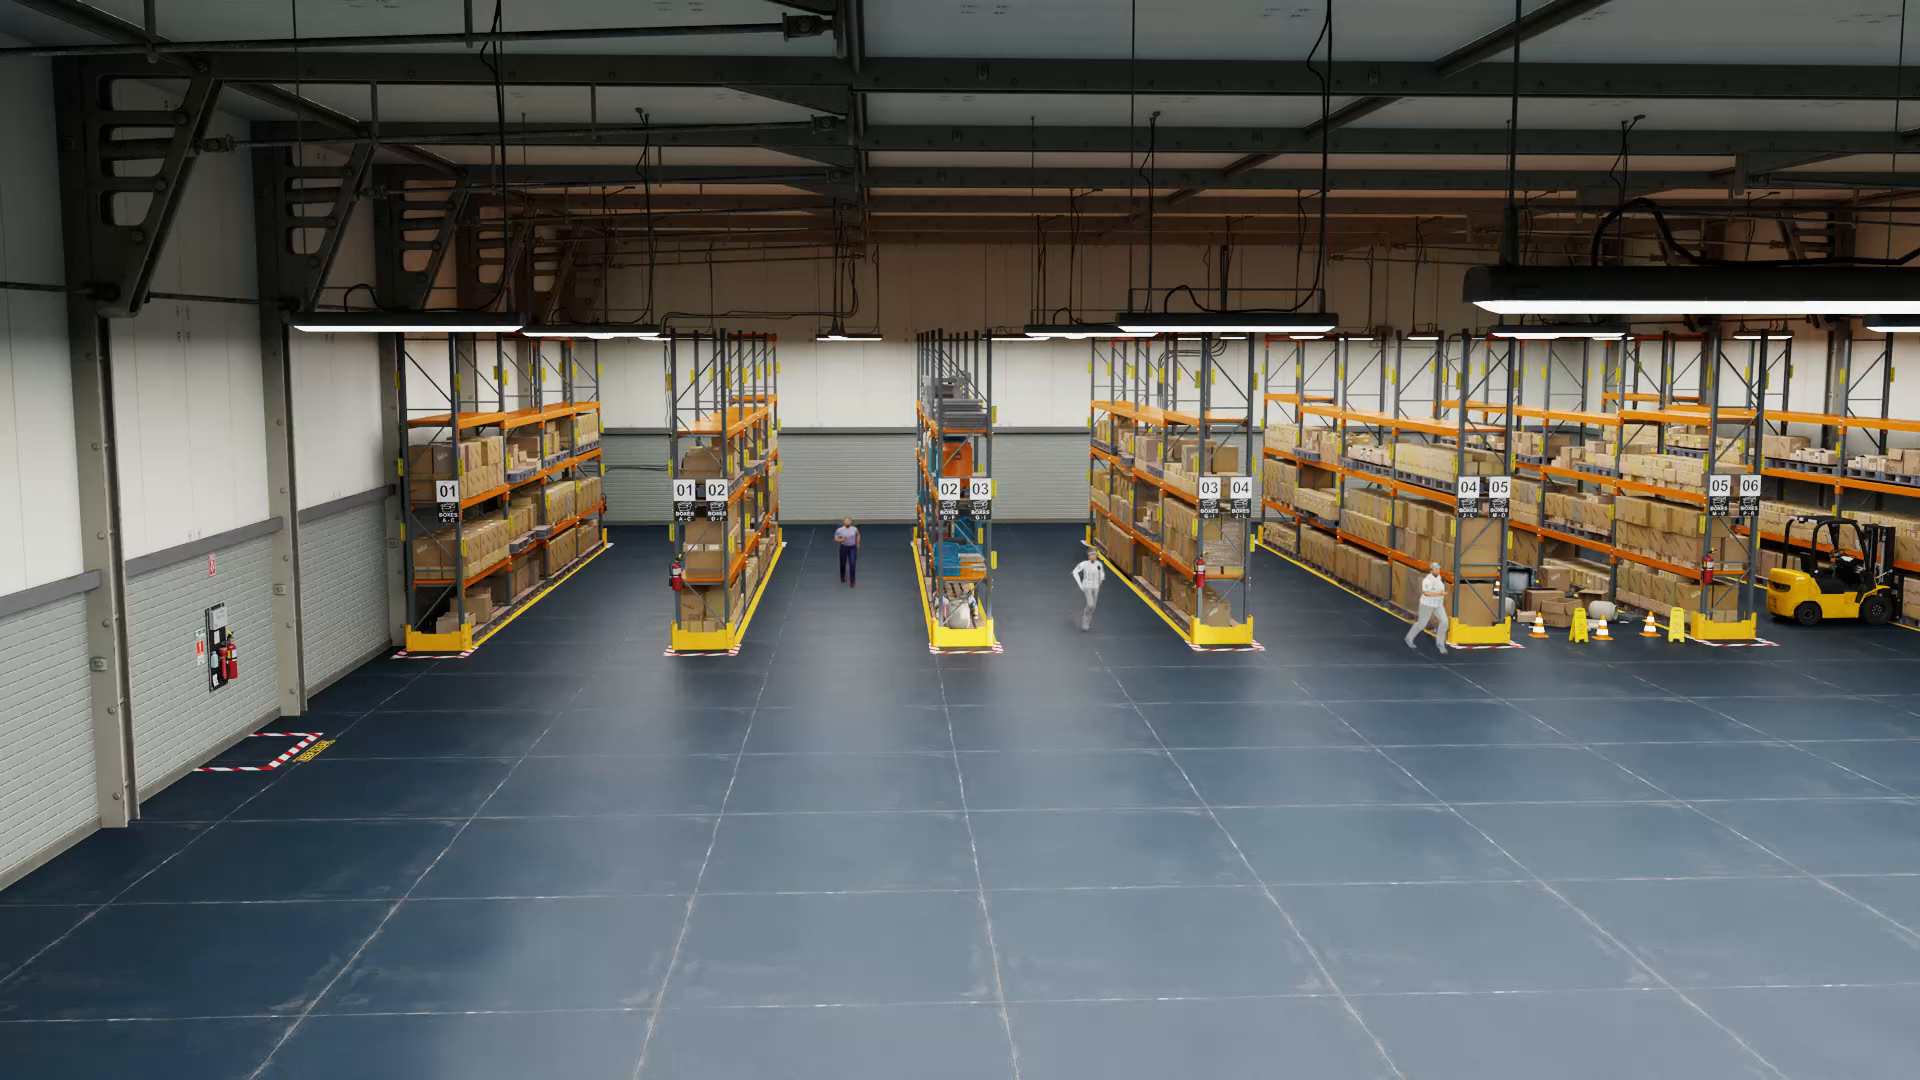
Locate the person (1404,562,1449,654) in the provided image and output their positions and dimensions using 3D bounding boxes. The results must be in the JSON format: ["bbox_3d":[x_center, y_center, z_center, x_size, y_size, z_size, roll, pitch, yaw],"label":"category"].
[{"bbox_3d":[8.769,1.256,31.042,0.611,1.715,0.878,-5,8,-34],"label":"person"}]

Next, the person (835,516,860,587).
[{"bbox_3d":[-2.654,0.261,39.369,0.607,1.620,0.941,-1,7,-8],"label":"person"}]

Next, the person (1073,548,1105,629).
[{"bbox_3d":[2.620,0.969,33.265,0.607,1.649,0.662,-3,7,-21],"label":"person"}]

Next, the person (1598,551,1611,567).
[{"bbox_3d":[16.591,-0.126,42.578,0.601,1.674,0.700,-1,7,-7],"label":"person"}]
